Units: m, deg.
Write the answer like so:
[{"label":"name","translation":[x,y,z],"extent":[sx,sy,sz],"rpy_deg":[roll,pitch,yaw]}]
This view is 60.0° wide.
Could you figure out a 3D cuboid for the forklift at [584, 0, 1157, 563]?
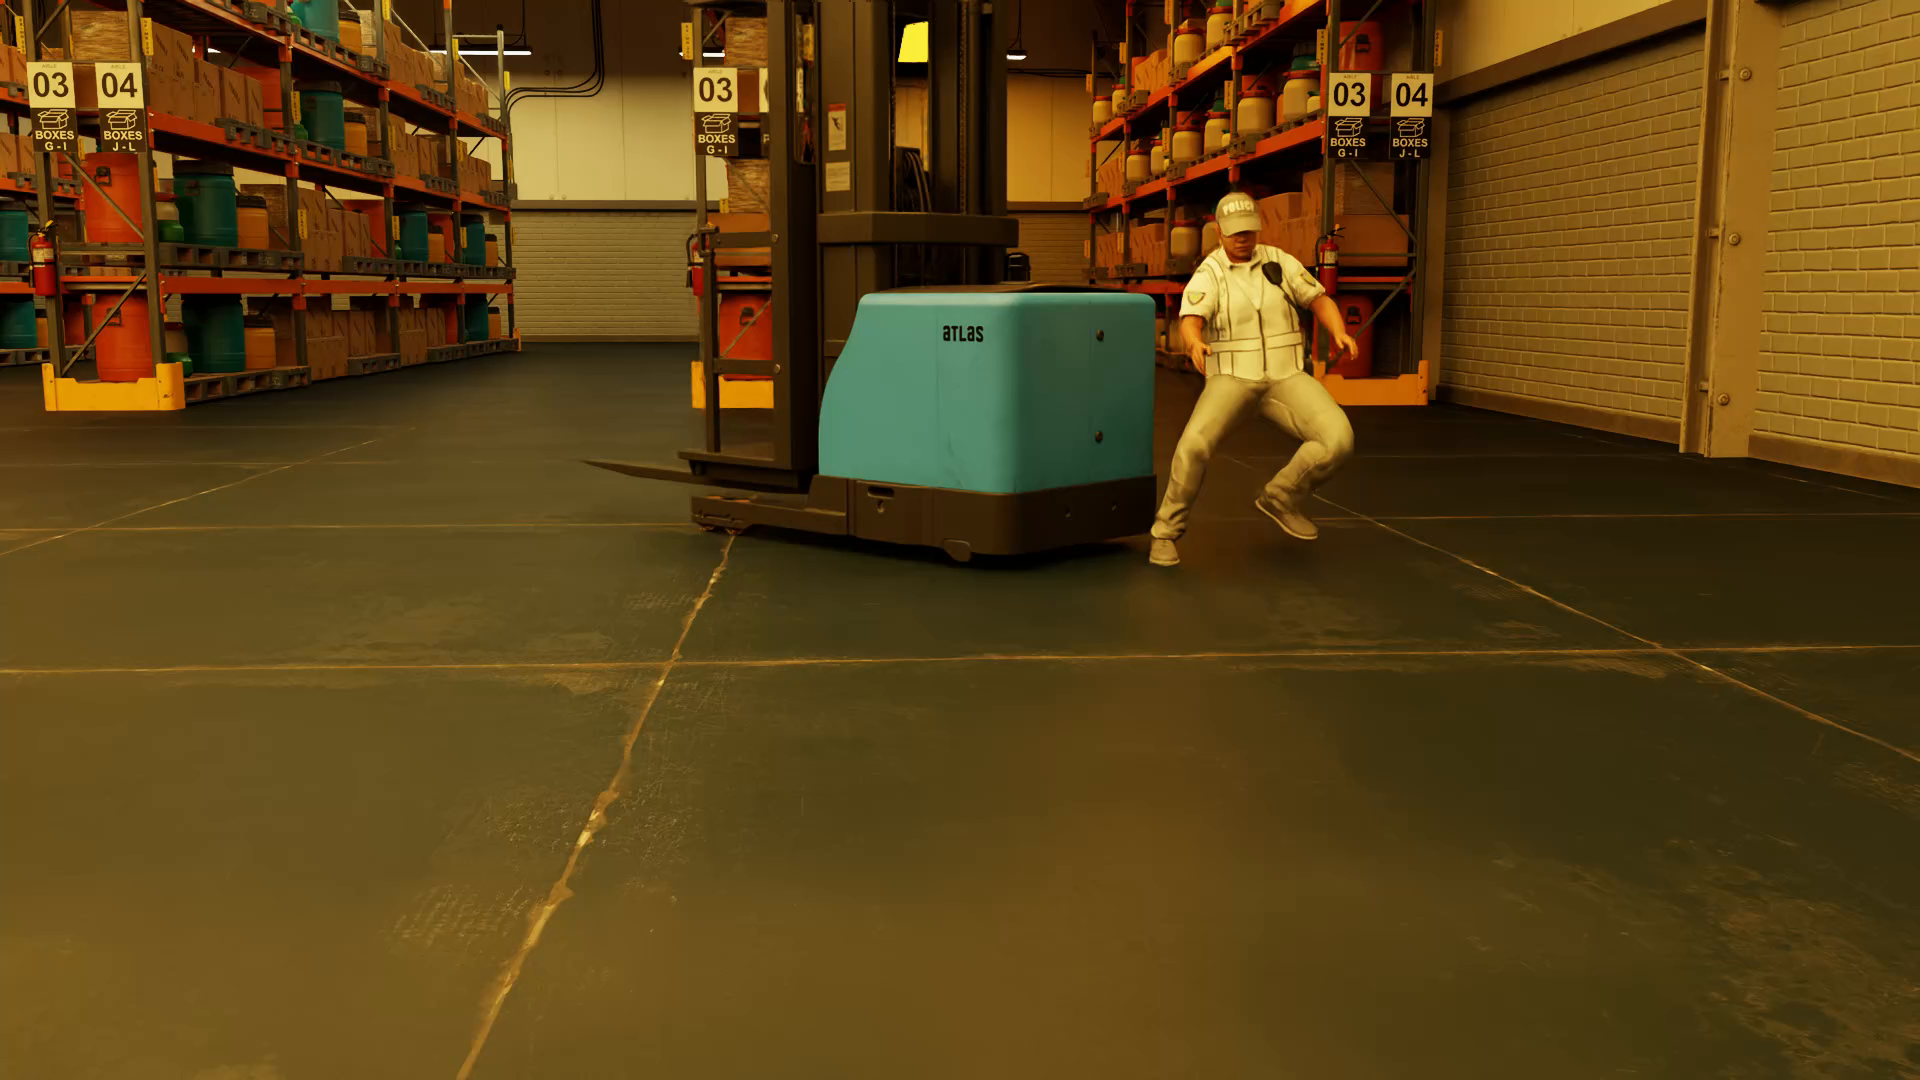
[{"label":"forklift","translation":[-0.587,-1.519,7.558],"extent":[3.031,2.935,1.130],"rpy_deg":[8,11,42]}]

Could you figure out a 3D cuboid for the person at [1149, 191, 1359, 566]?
[{"label":"person","translation":[1.162,-0.656,6.702],"extent":[0.814,1.483,0.710],"rpy_deg":[0,8,-3]}]
